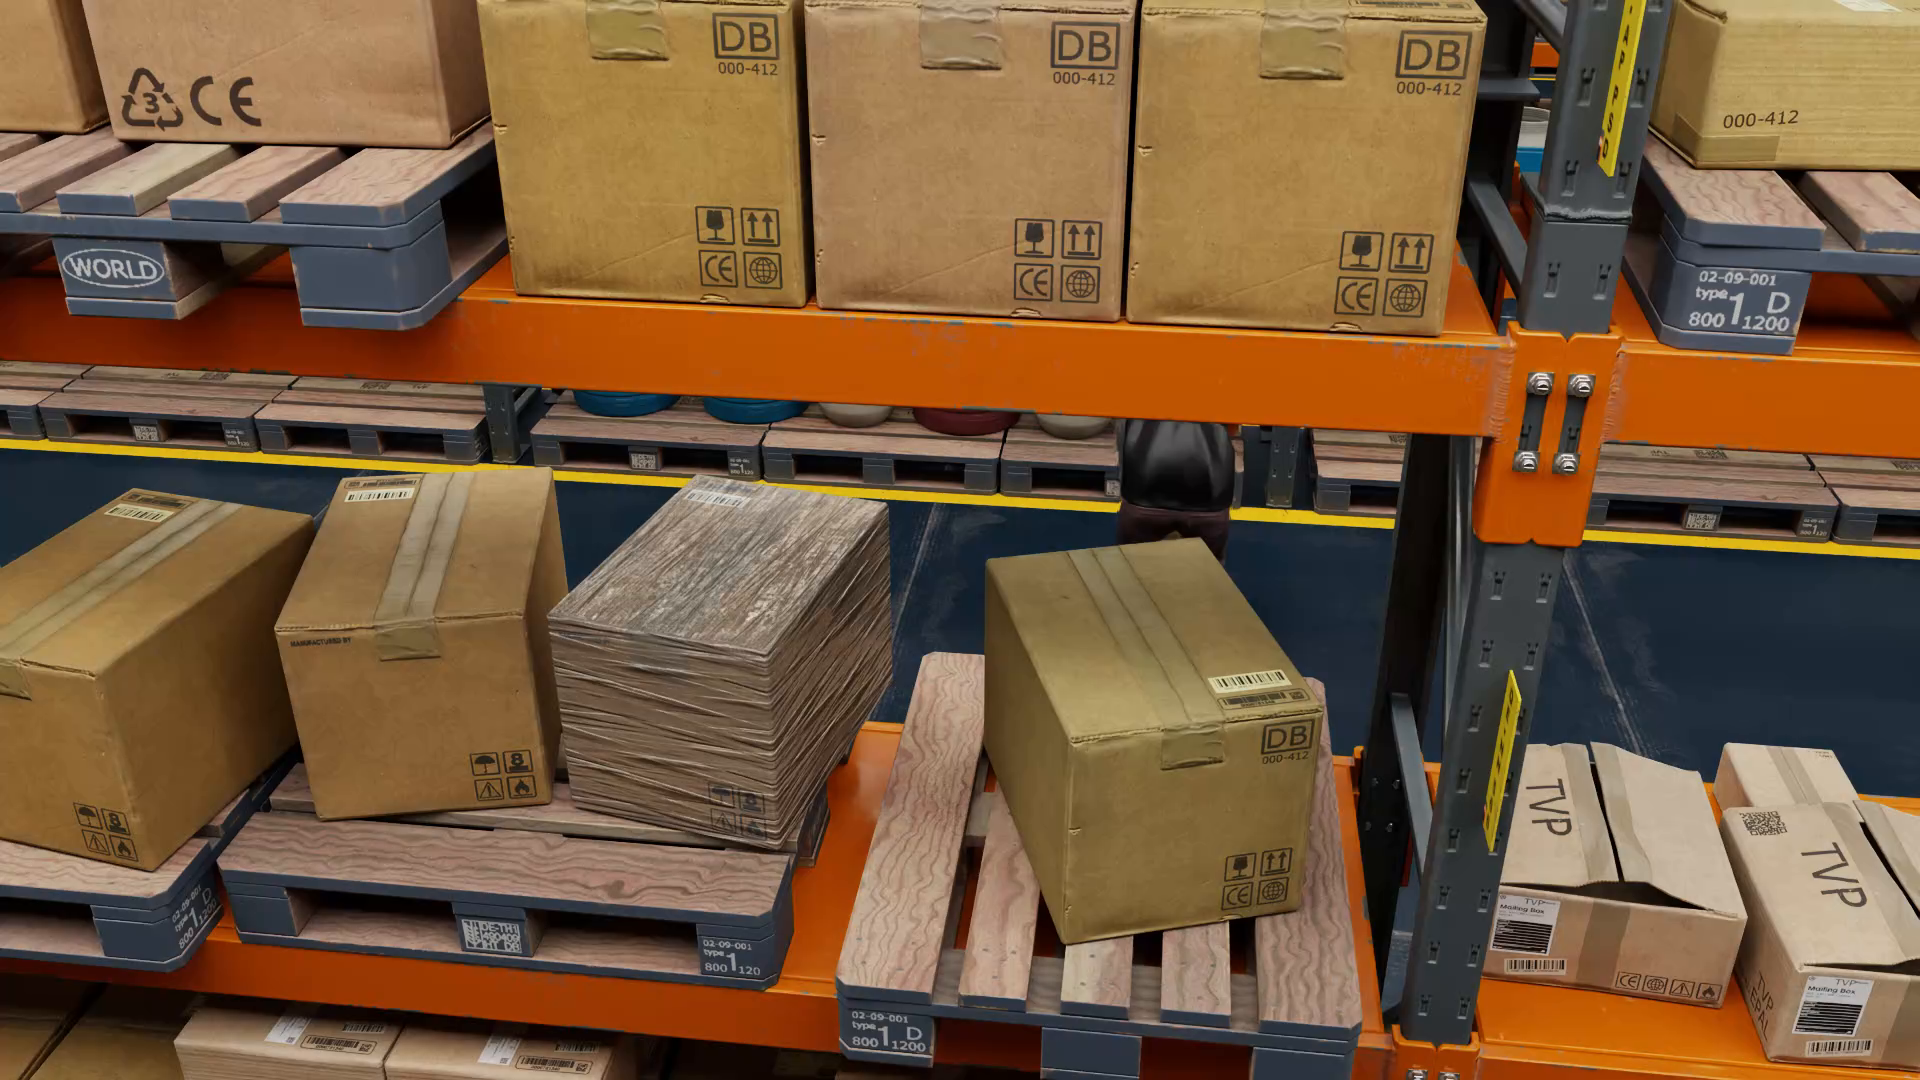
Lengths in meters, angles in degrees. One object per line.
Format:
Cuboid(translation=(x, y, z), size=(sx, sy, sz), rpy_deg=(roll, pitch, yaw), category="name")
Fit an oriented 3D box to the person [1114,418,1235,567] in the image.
Cuboid(translation=(0.869, -0.106, 6.909), size=(0.475, 1.191, 0.931), rpy_deg=(2, 28, 4), category="person")
